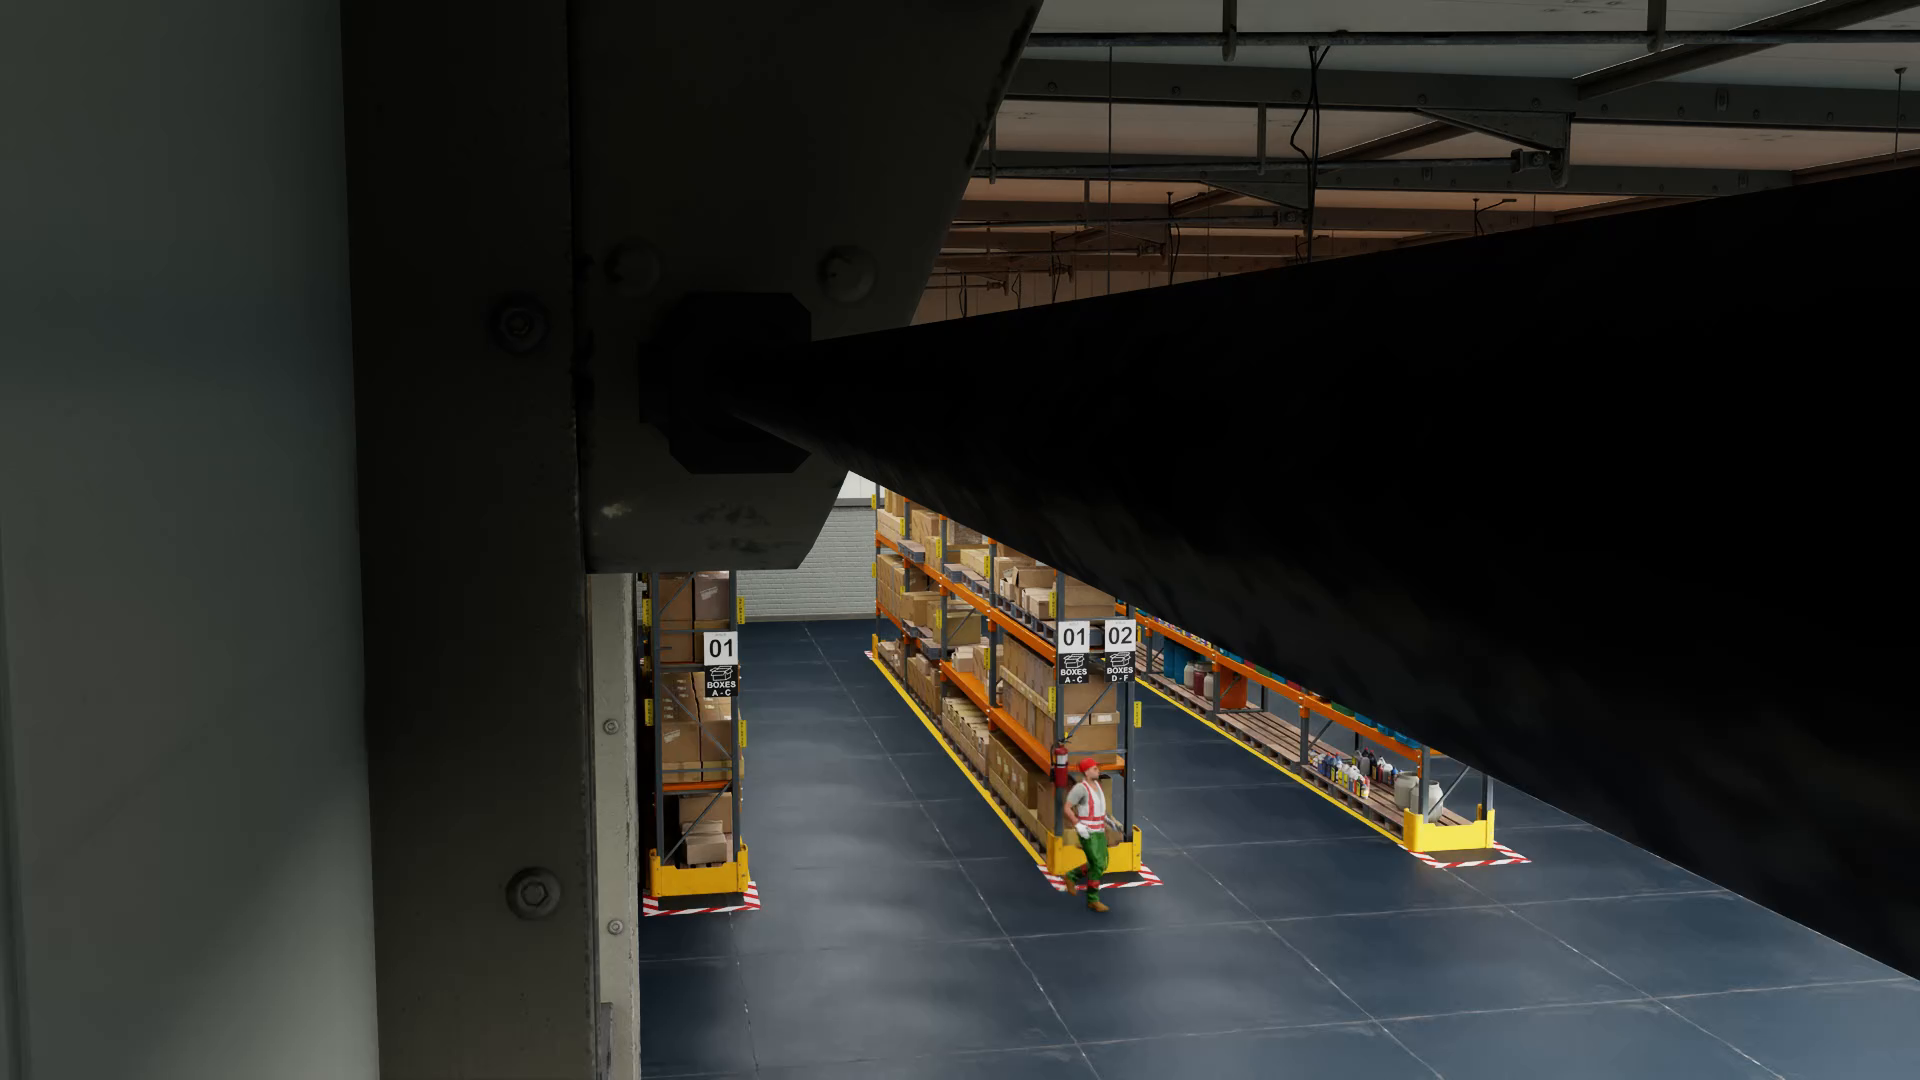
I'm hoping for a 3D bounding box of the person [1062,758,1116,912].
[{"bbox_3d":[1.532,3.457,19.662,0.655,1.755,0.702,4,7,36],"label":"person"}]
